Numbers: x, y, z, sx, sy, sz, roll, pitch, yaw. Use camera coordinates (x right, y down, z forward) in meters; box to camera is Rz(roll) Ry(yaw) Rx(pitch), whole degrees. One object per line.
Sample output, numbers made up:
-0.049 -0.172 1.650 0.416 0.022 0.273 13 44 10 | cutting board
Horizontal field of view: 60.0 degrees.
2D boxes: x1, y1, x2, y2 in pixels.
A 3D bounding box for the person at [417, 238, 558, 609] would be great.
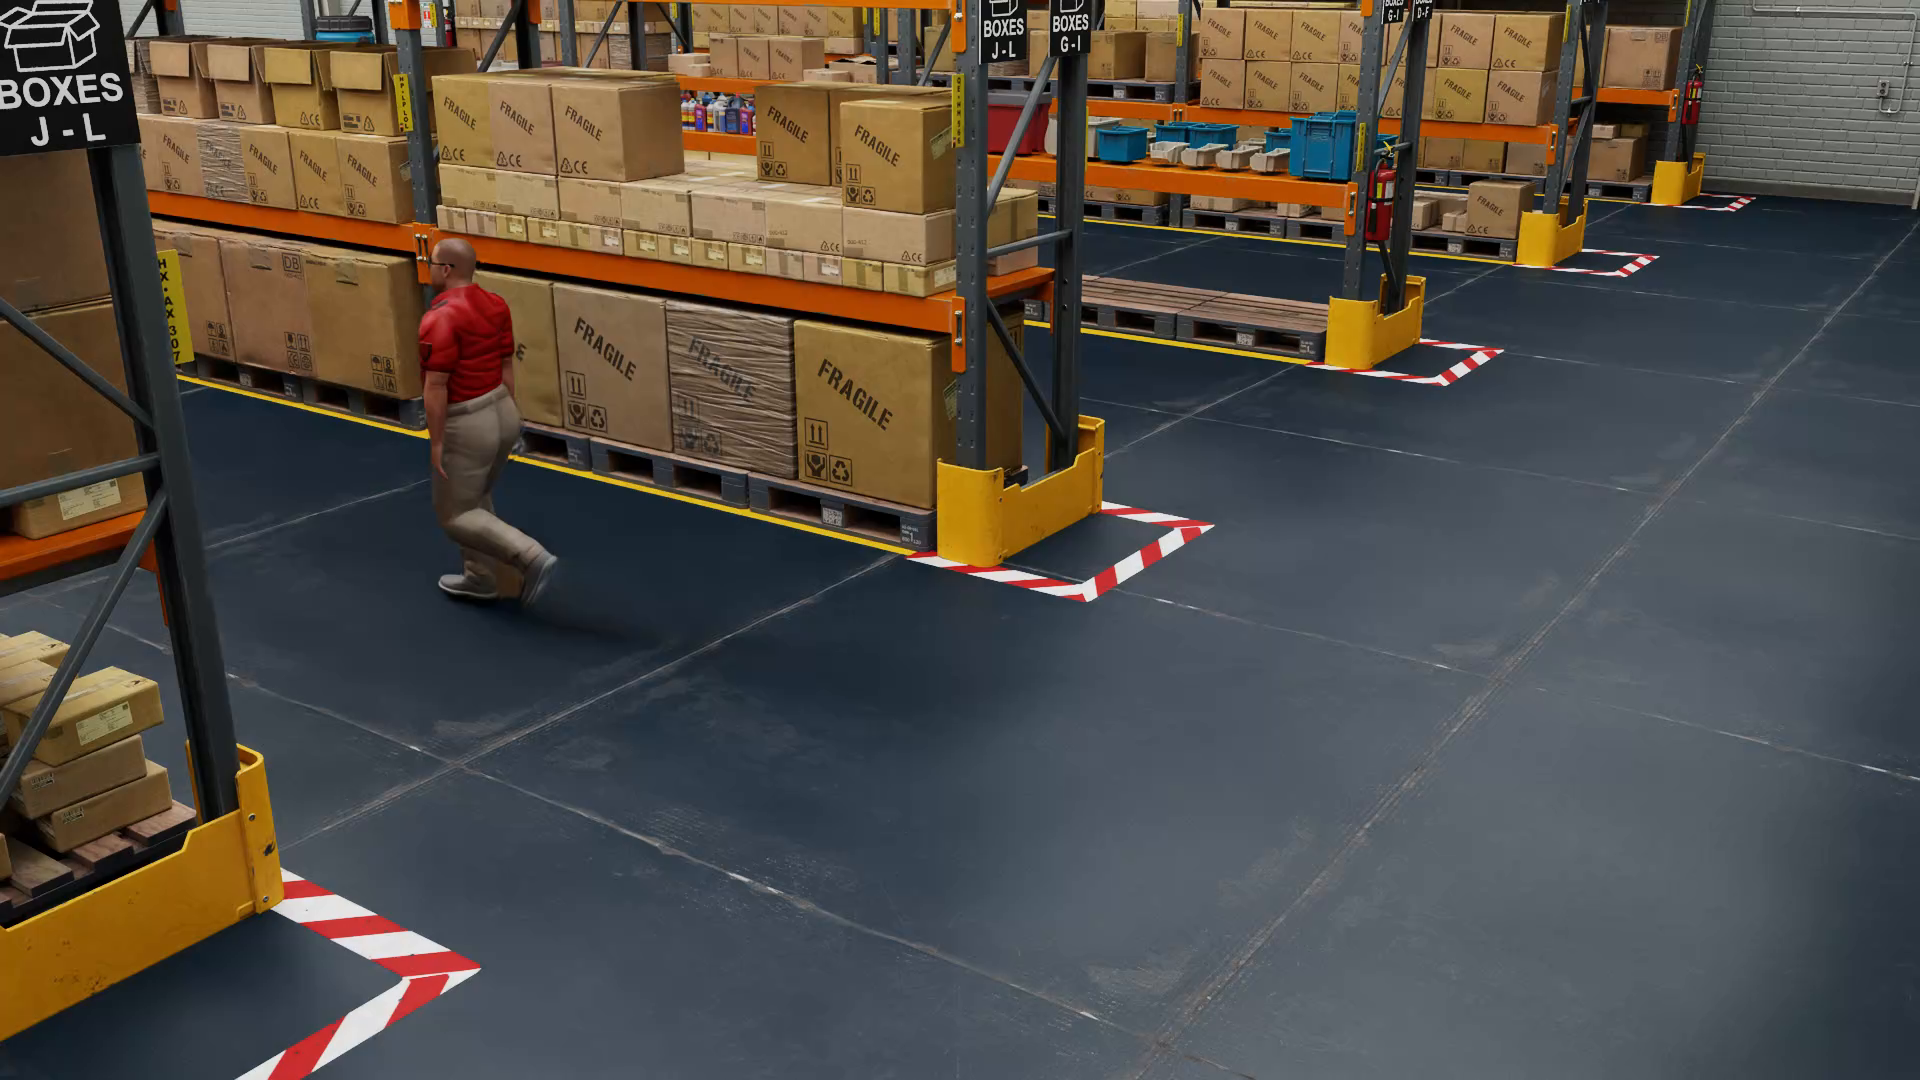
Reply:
-2.147 -0.491 7.419 0.781 1.695 0.557 7 21 20 | person
